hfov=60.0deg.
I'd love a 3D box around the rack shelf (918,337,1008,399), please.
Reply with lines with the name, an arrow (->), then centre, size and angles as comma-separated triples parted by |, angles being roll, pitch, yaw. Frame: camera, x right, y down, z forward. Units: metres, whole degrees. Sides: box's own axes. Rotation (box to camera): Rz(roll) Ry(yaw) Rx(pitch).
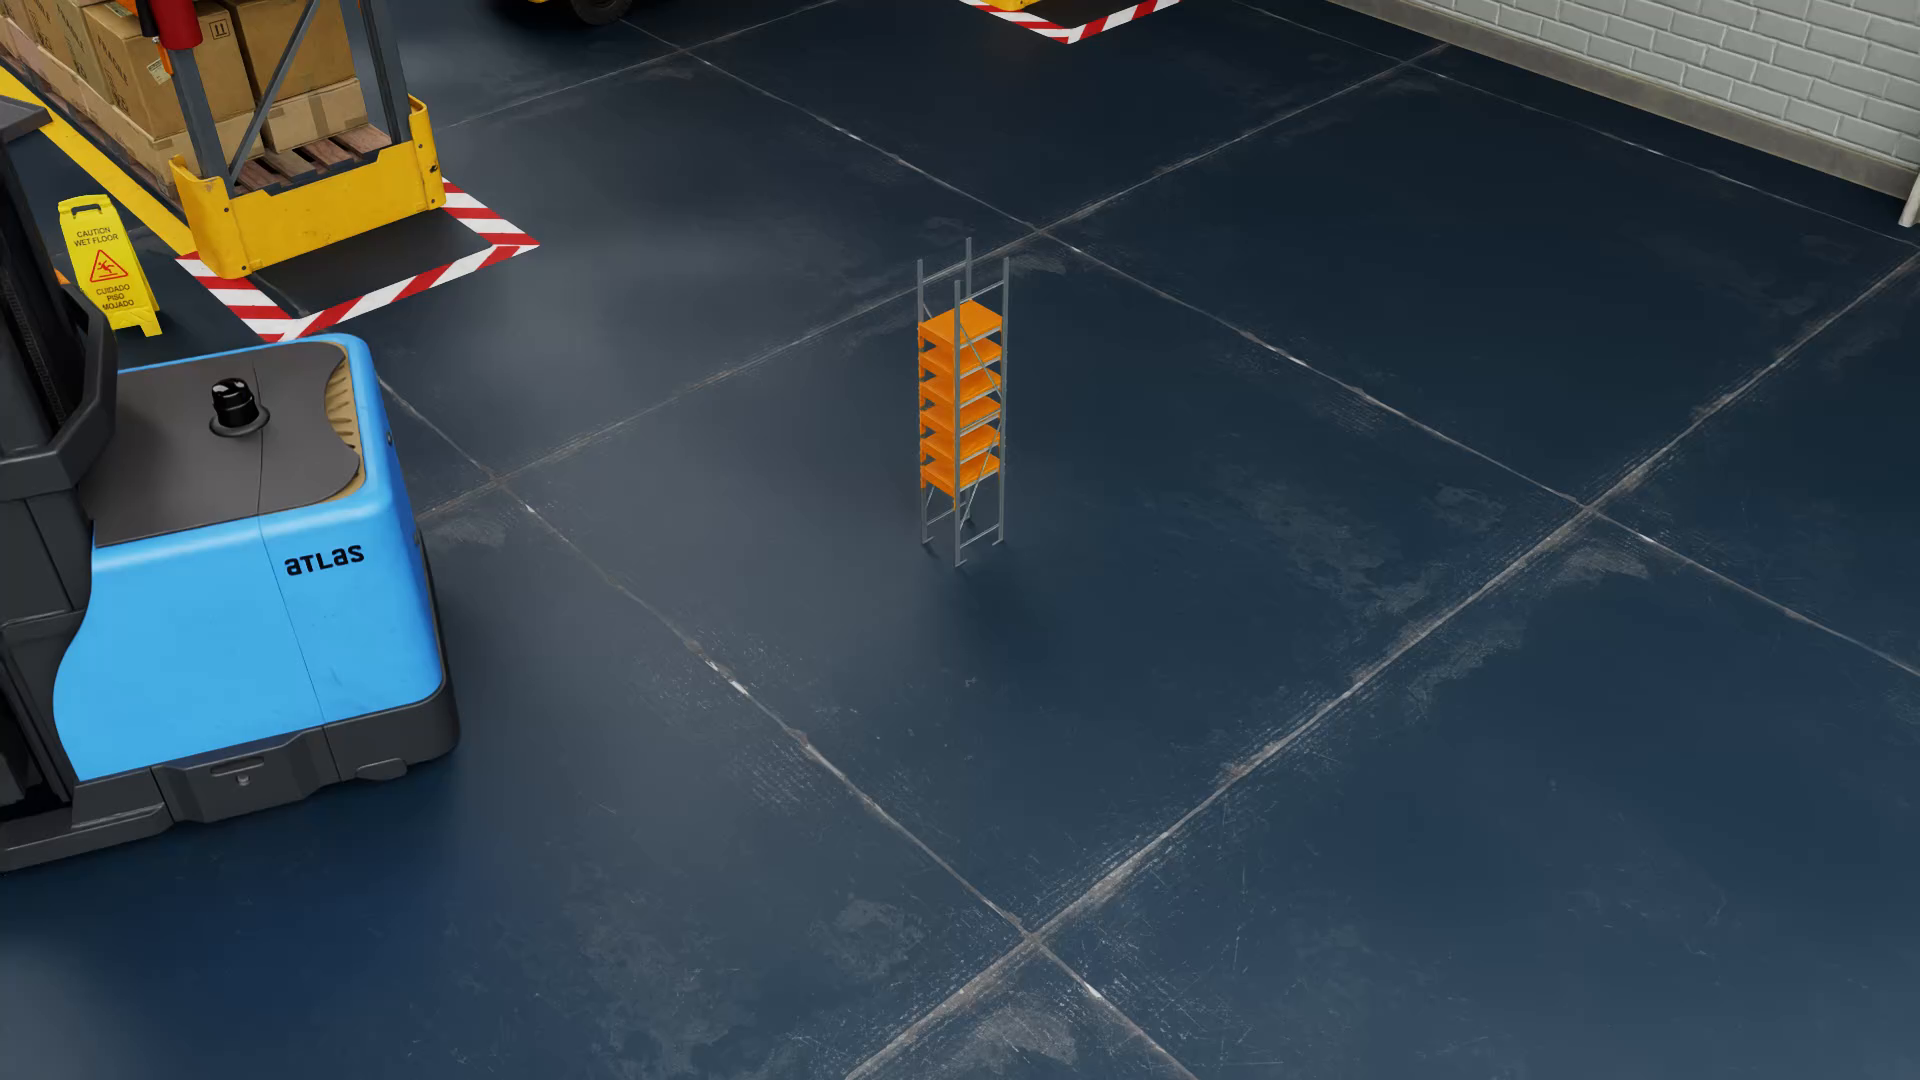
rack shelf -> 0.010, -0.612, 5.742 | 0.258, 0.103, 0.180 | -30, 48, -32

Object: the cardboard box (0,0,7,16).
cardboard box -> -5.182, -3.263, 9.161 | 0.500, 0.500, 0.500 | -28, 47, -30

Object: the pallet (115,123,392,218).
pallet -> -3.623, -1.999, 8.557 | 1.003, 0.211, 1.213 | -30, 48, -32

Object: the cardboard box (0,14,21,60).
cardboard box -> -5.184, -2.972, 9.397 | 0.500, 0.250, 0.500 | -27, 46, -30

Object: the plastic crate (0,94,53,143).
plastic crate -> -5.295, -2.298, 9.031 | 0.583, 0.080, 0.402 | 18, 42, 21

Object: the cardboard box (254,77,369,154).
cardboard box -> -3.390, -2.242, 8.492 | 0.500, 0.250, 0.500 | -30, 48, -32

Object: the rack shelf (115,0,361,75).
rack shelf -> -4.401, -3.303, 8.525 | 1.077, 0.370, 4.000 | -30, 48, -32

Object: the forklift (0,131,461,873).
forklift -> -3.182, -0.393, 4.403 | 3.031, 2.935, 1.130 | -13, 41, -16

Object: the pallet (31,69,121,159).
pallet -> -4.444, -2.563, 9.255 | 1.003, 0.211, 1.213 | -30, 48, -32

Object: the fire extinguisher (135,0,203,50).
fire extinguisher -> -3.310, -2.378, 6.869 | 0.296, 0.674, 0.183 | -30, 48, -32

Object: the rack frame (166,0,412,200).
rack frame -> -3.048, -2.657, 7.153 | 1.000, 3.000, 0.127 | -30, 48, -32

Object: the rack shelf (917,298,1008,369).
rack shelf -> 0.010, -0.706, 5.666 | 0.258, 0.103, 0.180 | -30, 48, -32

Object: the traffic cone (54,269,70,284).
traffic cone -> -4.289, -1.321, 7.517 | 0.336, 0.463, 0.334 | -30, 48, -32

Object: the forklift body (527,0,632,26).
forklift body -> -2.021, -4.540, 10.160 | 2.313, 2.155, 1.214 | -30, 48, -32

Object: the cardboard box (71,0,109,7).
cardboard box -> -4.080, -2.696, 7.942 | 0.380, 0.149, 0.250 | -29, 47, -31

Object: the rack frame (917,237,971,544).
rack frame -> -0.052, -0.502, 5.917 | 0.240, 1.200, 0.006 | -30, 48, -32

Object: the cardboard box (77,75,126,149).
cardboard box -> -4.137, -2.254, 8.507 | 0.500, 0.250, 0.500 | -30, 48, -32

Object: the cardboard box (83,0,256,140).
cardboard box -> -3.782, -2.303, 7.971 | 0.500, 0.500, 0.500 | -30, 47, -31

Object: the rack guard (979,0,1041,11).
rack guard -> 0.622, -3.785, 10.538 | 1.175, 0.500, 0.348 | -30, 48, -32

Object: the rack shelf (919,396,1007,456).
rack shelf -> 0.010, -0.426, 5.893 | 0.258, 0.103, 0.180 | -30, 48, -32

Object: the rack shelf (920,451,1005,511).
rack shelf -> 0.010, -0.239, 6.043 | 0.258, 0.103, 0.180 | -30, 48, -32

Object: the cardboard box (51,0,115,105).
cardboard box -> -4.137, -2.543, 8.268 | 0.500, 0.500, 0.500 | -28, 47, -30

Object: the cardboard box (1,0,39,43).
cardboard box -> -4.833, -3.023, 8.863 | 0.500, 0.500, 0.500 | -27, 46, -30

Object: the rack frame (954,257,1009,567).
rack frame -> 0.072, -0.418, 5.812 | 0.240, 1.200, 0.006 | -30, 48, -32

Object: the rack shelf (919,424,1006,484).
rack shelf -> 0.010, -0.332, 5.968 | 0.258, 0.103, 0.180 | -30, 48, -32

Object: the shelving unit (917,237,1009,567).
shelving unit -> 0.010, -0.460, 5.865 | 0.258, 1.200, 0.189 | -30, 48, -32

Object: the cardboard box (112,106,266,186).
cardboard box -> -3.809, -2.022, 8.220 | 0.500, 0.250, 0.500 | -30, 48, -32

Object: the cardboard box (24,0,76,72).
cardboard box -> -4.473, -2.779, 8.561 | 0.500, 0.500, 0.500 | -31, 48, -33

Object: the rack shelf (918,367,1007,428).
rack shelf -> 0.010, -0.519, 5.817 | 0.258, 0.103, 0.180 | -30, 48, -32

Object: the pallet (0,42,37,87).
pallet -> -5.273, -3.128, 9.955 | 1.003, 0.211, 1.213 | -30, 48, -32

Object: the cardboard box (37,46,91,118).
cardboard box -> -4.495, -2.494, 8.804 | 0.500, 0.250, 0.500 | -32, 49, -33

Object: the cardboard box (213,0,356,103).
cardboard box -> -3.406, -2.544, 8.270 | 0.500, 0.500, 0.500 | -32, 49, -33

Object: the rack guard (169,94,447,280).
rack guard -> -3.099, -1.720, 7.982 | 1.175, 0.500, 0.348 | -30, 48, -32

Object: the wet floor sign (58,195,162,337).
wet floor sign -> -3.708, -1.199, 7.221 | 0.267, 0.644, 0.232 | -15, 41, -17

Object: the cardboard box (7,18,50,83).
cardboard box -> -4.823, -2.728, 9.094 | 0.500, 0.250, 0.500 | -31, 48, -32
